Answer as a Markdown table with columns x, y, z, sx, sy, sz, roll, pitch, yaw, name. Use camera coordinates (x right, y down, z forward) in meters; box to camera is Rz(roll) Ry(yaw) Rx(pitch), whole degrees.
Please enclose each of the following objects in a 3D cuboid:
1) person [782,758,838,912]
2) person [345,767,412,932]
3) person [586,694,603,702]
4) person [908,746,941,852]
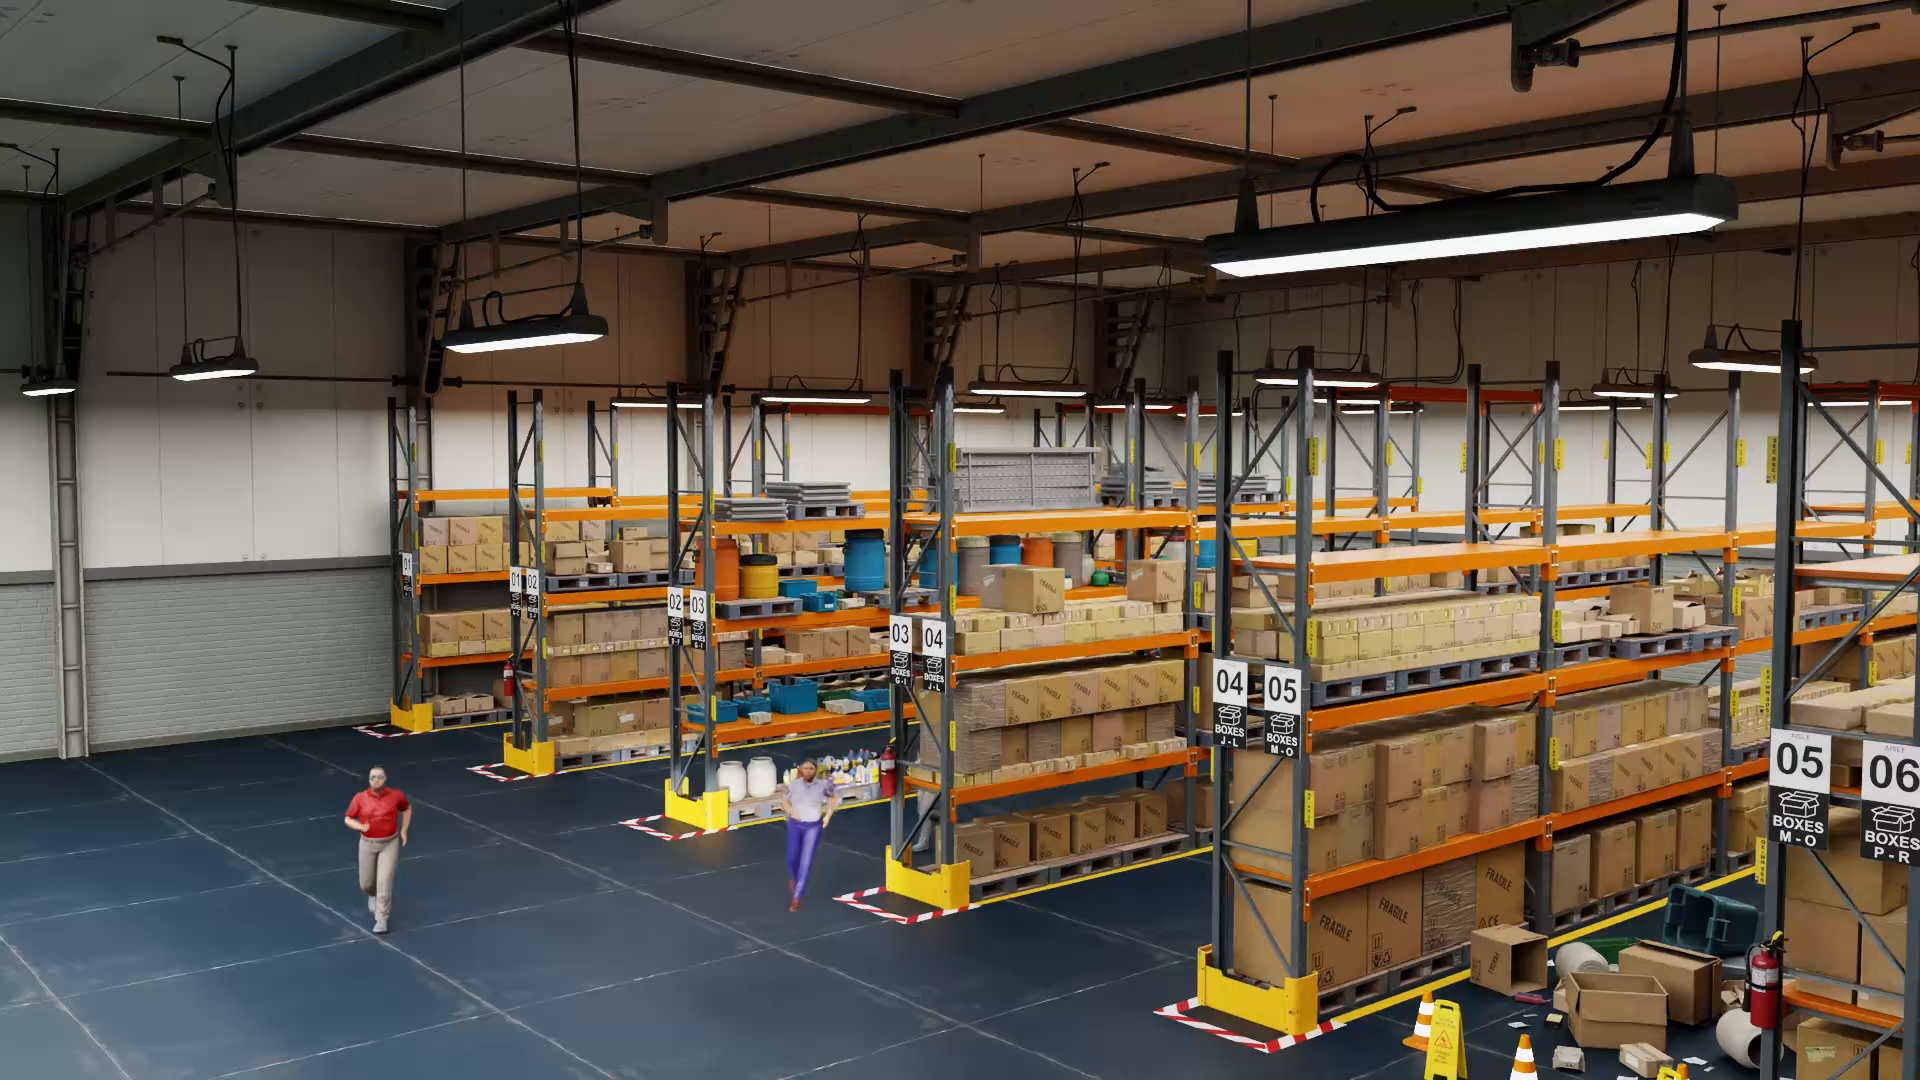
| x | y | z | sx | sy | sz | roll | pitch | yaw | name |
| --- | --- | --- | --- | --- | --- | --- | --- | --- | --- |
| -1.701 | 3.263 | 18.685 | 0.606 | 1.628 | 0.931 | 0 | 3 | 5 | person |
| -6.205 | 3.264 | 17.757 | 0.671 | 1.696 | 0.854 | -1 | 3 | -16 | person |
| -6.287 | 2.698 | 28.711 | 0.538 | 1.599 | 0.847 | 3 | 5 | 44 | person |
| -0.332 | 3.096 | 21.141 | 0.737 | 1.660 | 0.622 | -3 | 4 | -42 | person |
